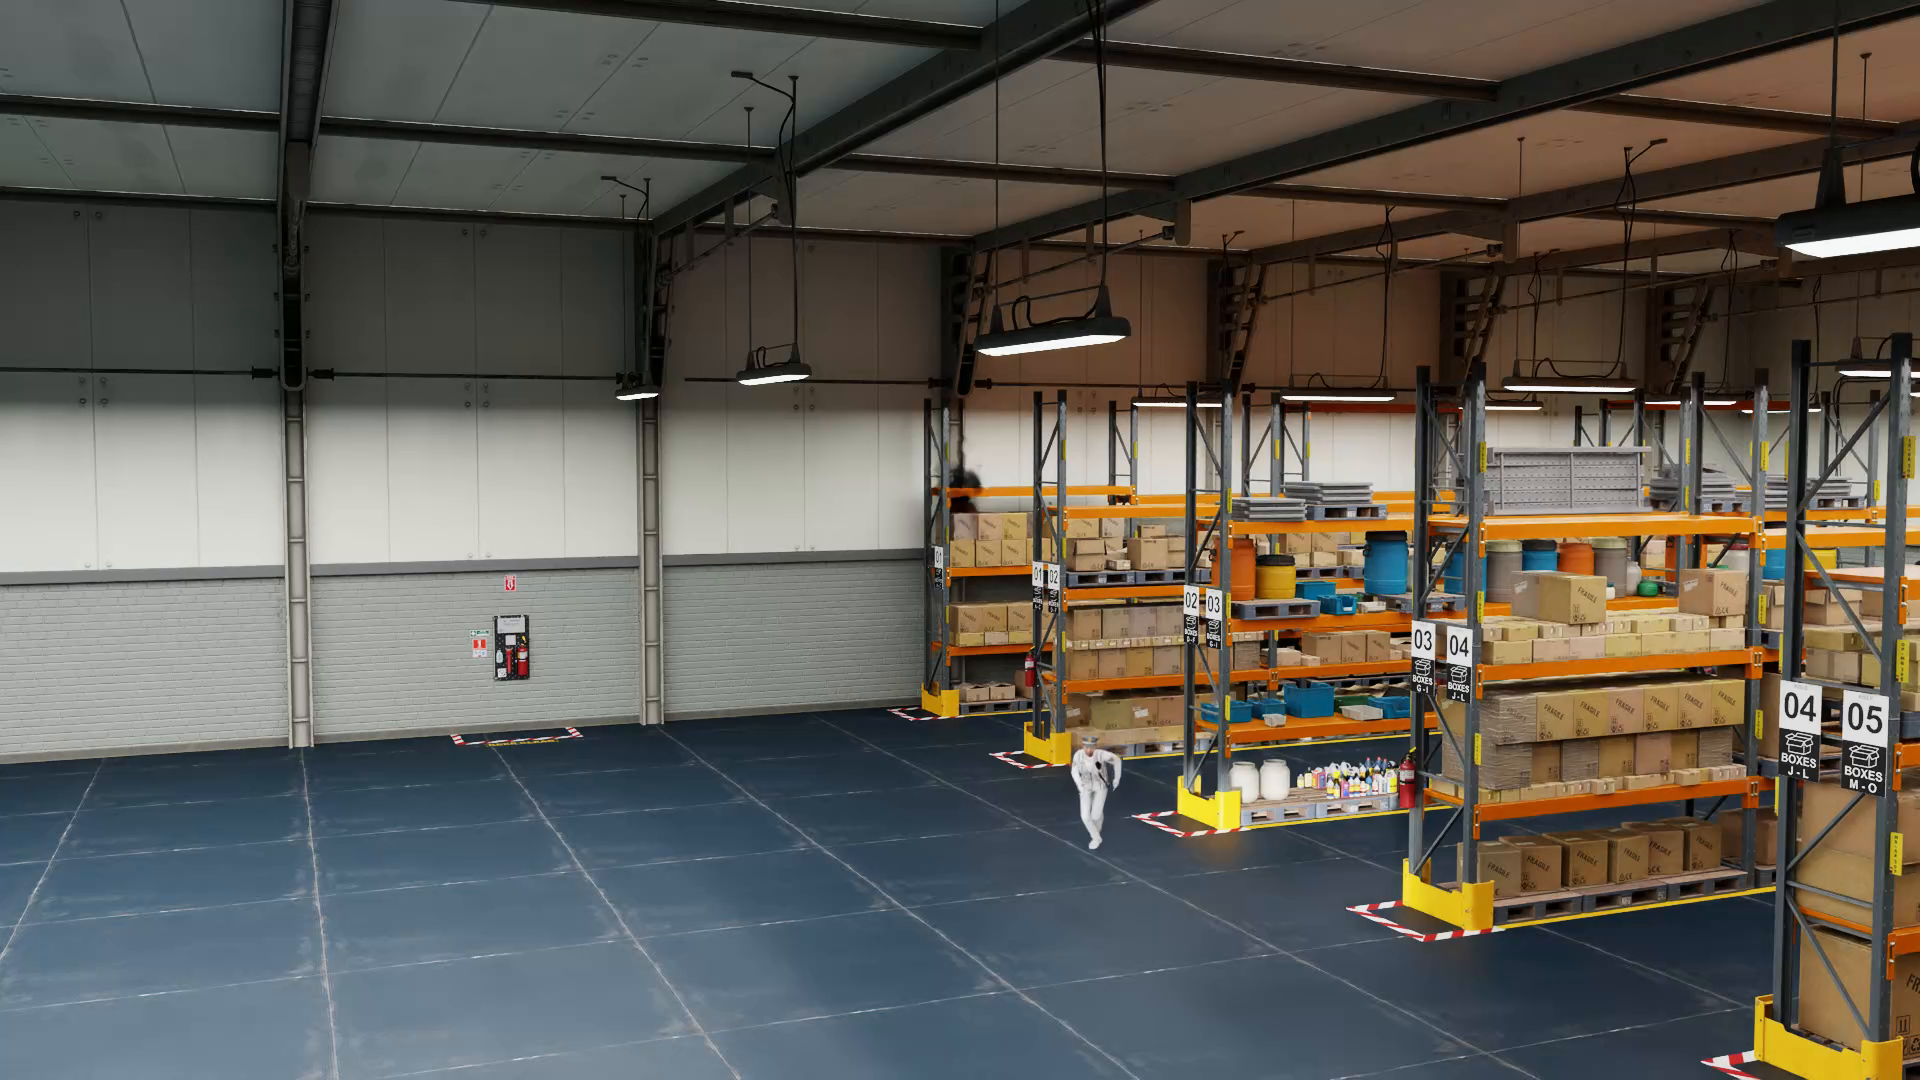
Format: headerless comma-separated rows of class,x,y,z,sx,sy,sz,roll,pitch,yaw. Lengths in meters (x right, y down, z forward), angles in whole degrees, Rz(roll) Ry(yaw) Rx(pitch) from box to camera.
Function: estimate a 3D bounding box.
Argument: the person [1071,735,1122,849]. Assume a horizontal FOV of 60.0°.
person,1.729,3.185,21.075,0.626,1.511,0.757,1,4,16
